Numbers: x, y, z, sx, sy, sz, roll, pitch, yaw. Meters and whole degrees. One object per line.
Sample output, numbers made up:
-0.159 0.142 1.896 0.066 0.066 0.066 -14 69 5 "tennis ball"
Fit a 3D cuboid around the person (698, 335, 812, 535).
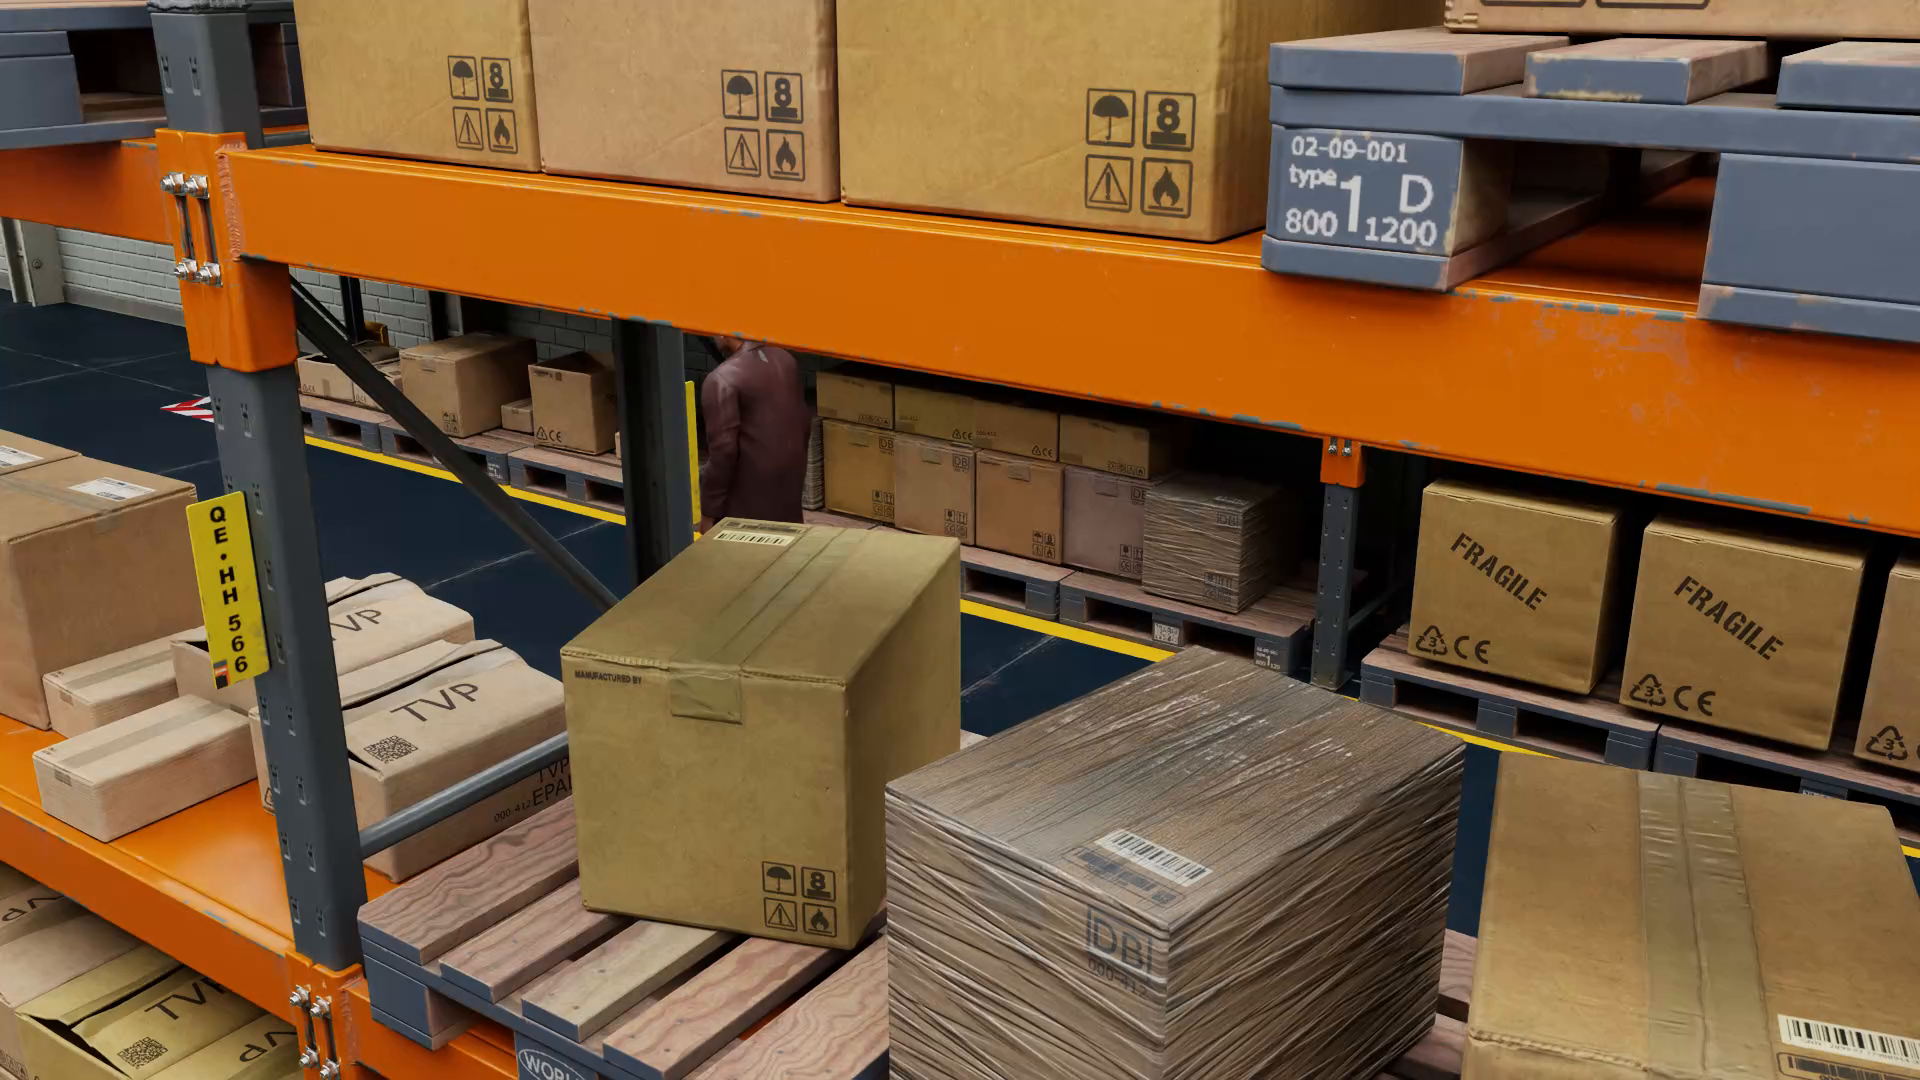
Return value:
-0.877 -0.174 7.082 0.420 1.774 0.644 13 23 32 "person"
